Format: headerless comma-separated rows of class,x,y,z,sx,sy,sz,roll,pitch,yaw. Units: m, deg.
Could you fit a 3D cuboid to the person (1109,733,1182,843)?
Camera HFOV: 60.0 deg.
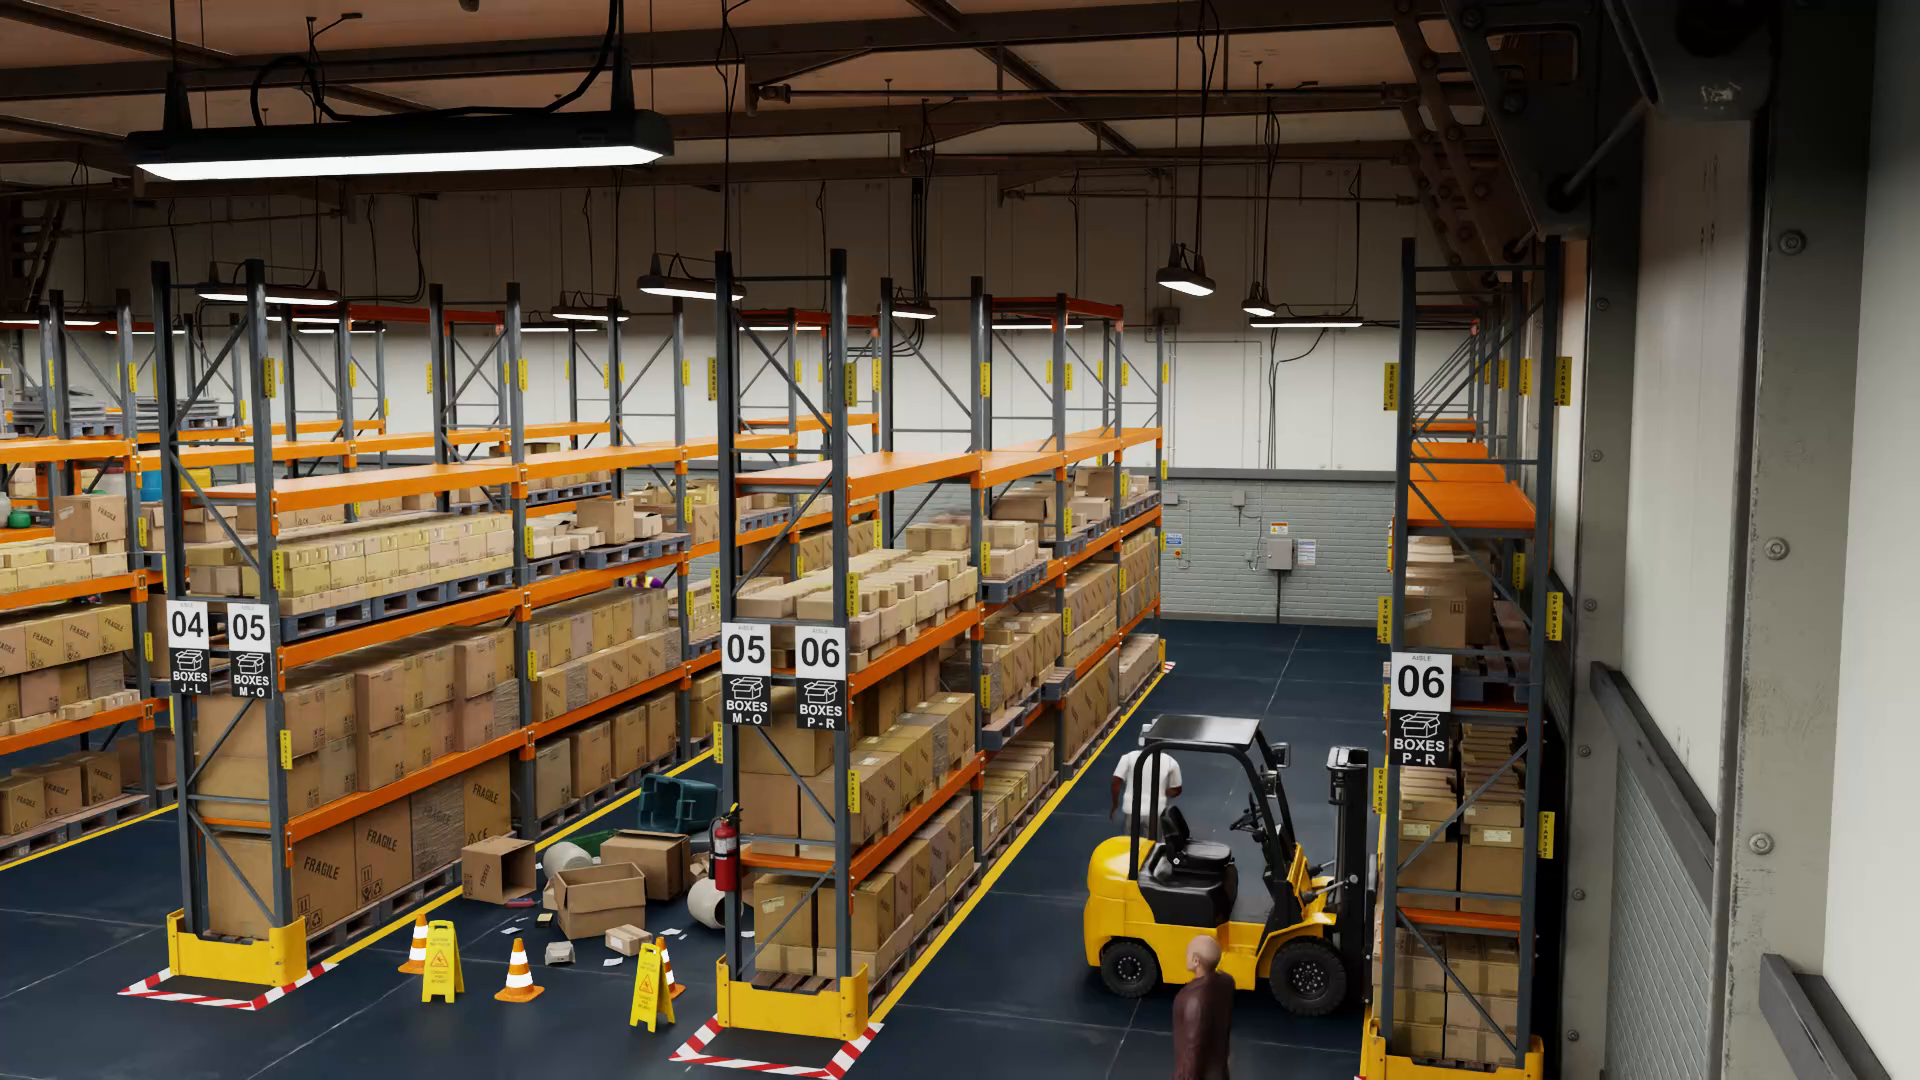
person,1.799,2.637,16.175,0.686,1.666,0.775,2,6,16

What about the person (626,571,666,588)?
person,-5.554,1.231,29.404,0.684,1.664,0.696,3,7,24

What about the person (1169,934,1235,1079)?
person,1.501,3.227,9.980,0.881,1.755,0.578,2,6,19
